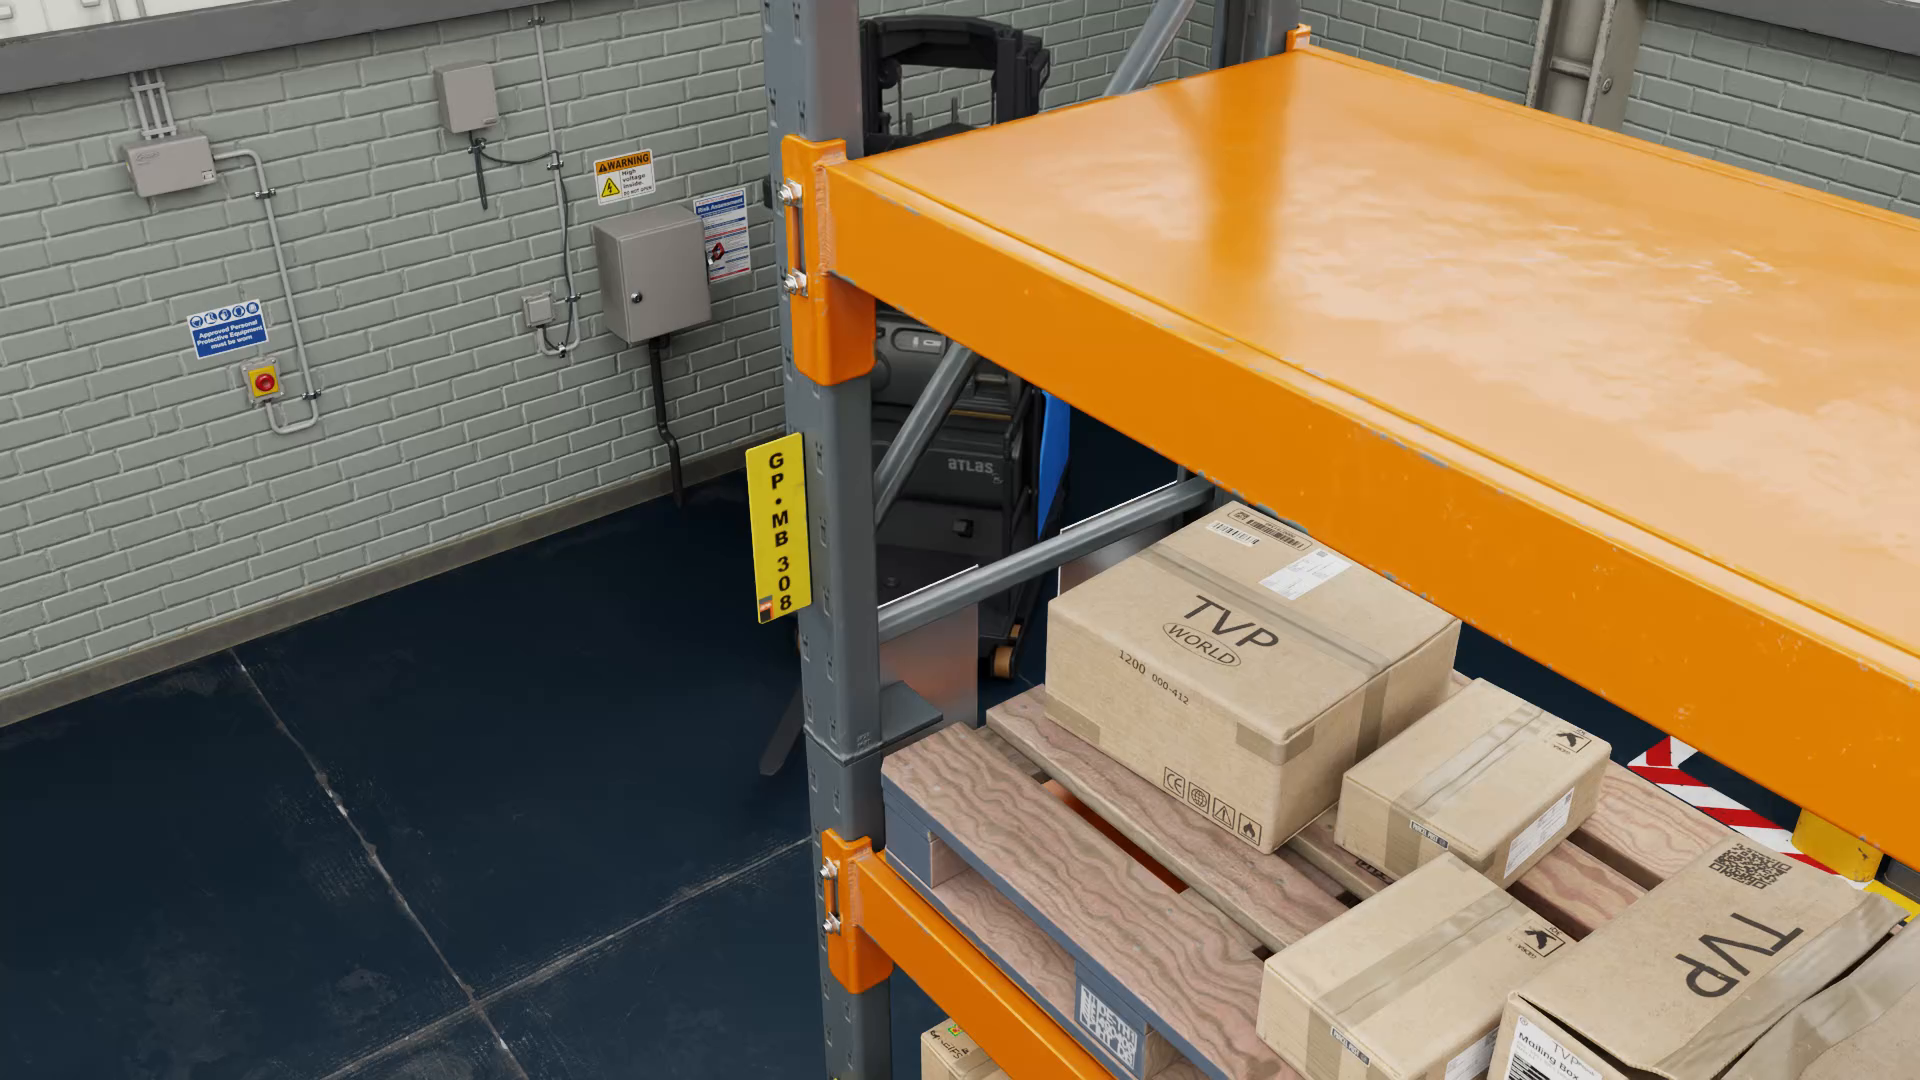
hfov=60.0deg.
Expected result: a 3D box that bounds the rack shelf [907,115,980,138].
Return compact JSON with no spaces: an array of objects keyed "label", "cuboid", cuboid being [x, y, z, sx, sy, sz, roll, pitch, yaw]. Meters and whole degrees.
[{"label":"rack shelf","cuboid":[0.029,-1.987,9.158,0.480,0.518,0.431,25,40,34]}]

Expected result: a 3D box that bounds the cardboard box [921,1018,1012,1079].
[{"label":"cardboard box","cuboid":[0.150,0.981,3.170,0.380,0.149,0.250,-21,38,-30]}]

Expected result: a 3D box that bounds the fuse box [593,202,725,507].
[{"label":"fuse box","cuboid":[-1.577,-0.928,9.122,0.539,1.711,0.414,-22,38,-31]}]

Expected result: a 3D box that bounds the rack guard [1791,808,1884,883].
[{"label":"rack guard","cuboid":[4.116,0.973,7.210,1.175,0.500,0.348,-22,38,-31]}]

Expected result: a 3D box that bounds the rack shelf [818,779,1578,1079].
[{"label":"rack shelf","cuboid":[1.377,1.351,2.070,1.077,0.370,4.000,-22,38,-31]}]

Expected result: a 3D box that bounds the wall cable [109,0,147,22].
[{"label":"wall cable","cuboid":[-3.560,-3.342,6.101,0.463,3.000,0.029,-22,38,-31]}]

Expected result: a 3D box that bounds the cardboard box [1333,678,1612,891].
[{"label":"cardboard box","cuboid":[0.818,0.405,2.657,0.380,0.149,0.250,-26,40,-35]}]

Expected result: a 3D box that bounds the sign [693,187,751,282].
[{"label":"sign","cuboid":[-1.313,-1.681,9.203,0.329,0.494,0.001,-22,38,-31]}]

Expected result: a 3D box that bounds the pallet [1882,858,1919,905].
[{"label":"pallet","cuboid":[4.606,1.427,6.752,1.003,0.211,1.213,-22,38,-31]}]

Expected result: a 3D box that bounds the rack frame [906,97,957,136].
[{"label":"rack frame","cuboid":[-0.153,-1.489,9.658,0.015,2.100,0.400,25,40,34]}]

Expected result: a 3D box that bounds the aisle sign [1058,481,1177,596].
[{"label":"aisle sign","cuboid":[0.352,0.252,3.538,0.394,0.787,0.004,-22,38,-31]}]

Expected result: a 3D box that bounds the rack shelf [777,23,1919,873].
[{"label":"rack shelf","cuboid":[1.377,0.247,1.384,1.077,0.370,4.000,-22,38,-31]}]

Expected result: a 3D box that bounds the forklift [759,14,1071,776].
[{"label":"forklift","cuboid":[-0.202,-0.784,7.734,1.130,2.935,3.031,7,33,11]}]

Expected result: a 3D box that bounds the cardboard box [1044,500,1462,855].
[{"label":"cardboard box","cuboid":[0.498,0.213,2.870,0.500,0.250,0.500,-26,40,-36]}]

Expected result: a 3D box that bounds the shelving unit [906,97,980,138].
[{"label":"shelving unit","cuboid":[0.029,-1.404,9.520,0.503,2.100,0.431,25,40,34]}]

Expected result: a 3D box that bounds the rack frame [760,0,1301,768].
[{"label":"rack frame","cuboid":[0.151,-1.062,2.431,1.000,3.000,0.127,-22,38,-31]}]

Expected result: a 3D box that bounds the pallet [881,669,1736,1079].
[{"label":"pallet","cuboid":[0.614,0.556,2.753,1.003,0.211,1.213,-22,38,-31]}]

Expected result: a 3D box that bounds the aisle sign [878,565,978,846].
[{"label":"aisle sign","cuboid":[-0.122,0.446,3.225,0.394,0.787,0.004,-22,38,-31]}]

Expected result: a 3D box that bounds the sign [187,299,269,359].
[{"label":"sign","cuboid":[-3.401,-0.981,7.730,0.327,0.218,0.001,-22,38,-31]}]

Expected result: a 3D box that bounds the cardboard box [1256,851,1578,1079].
[{"label":"cardboard box","cuboid":[0.636,0.626,2.301,0.380,0.149,0.250,-21,37,-30]}]

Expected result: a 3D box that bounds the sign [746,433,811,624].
[{"label":"sign","cuboid":[-0.291,-0.016,2.686,0.100,0.325,0.005,-22,38,-31]}]

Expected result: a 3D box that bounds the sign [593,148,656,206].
[{"label":"sign","cuboid":[-1.747,-1.894,8.674,0.339,0.242,0.001,-22,38,-31]}]

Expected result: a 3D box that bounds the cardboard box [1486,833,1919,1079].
[{"label":"cardboard box","cuboid":[1.029,0.669,2.078,0.500,0.311,0.500,-22,38,-31]}]

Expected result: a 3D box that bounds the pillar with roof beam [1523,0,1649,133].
[{"label":"pillar with roof beam","cuboid":[-0.273,-2.692,5.055,9.100,9.000,0.400,-22,38,-31]}]

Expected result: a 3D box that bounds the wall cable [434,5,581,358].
[{"label":"wall cable","cuboid":[-2.212,-1.751,8.264,0.588,1.984,0.122,-22,38,-31]}]

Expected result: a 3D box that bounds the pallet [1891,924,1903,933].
[{"label":"pallet","cuboid":[1.366,1.064,1.934,1.003,0.211,1.213,-22,38,-31]}]

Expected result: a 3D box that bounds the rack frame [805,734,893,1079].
[{"label":"rack frame","cuboid":[0.151,1.486,4.014,1.000,3.000,0.127,-22,38,-31]}]

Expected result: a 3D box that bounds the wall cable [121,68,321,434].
[{"label":"wall cable","cuboid":[-3.325,-1.301,7.509,0.585,1.953,0.123,-22,38,-31]}]
